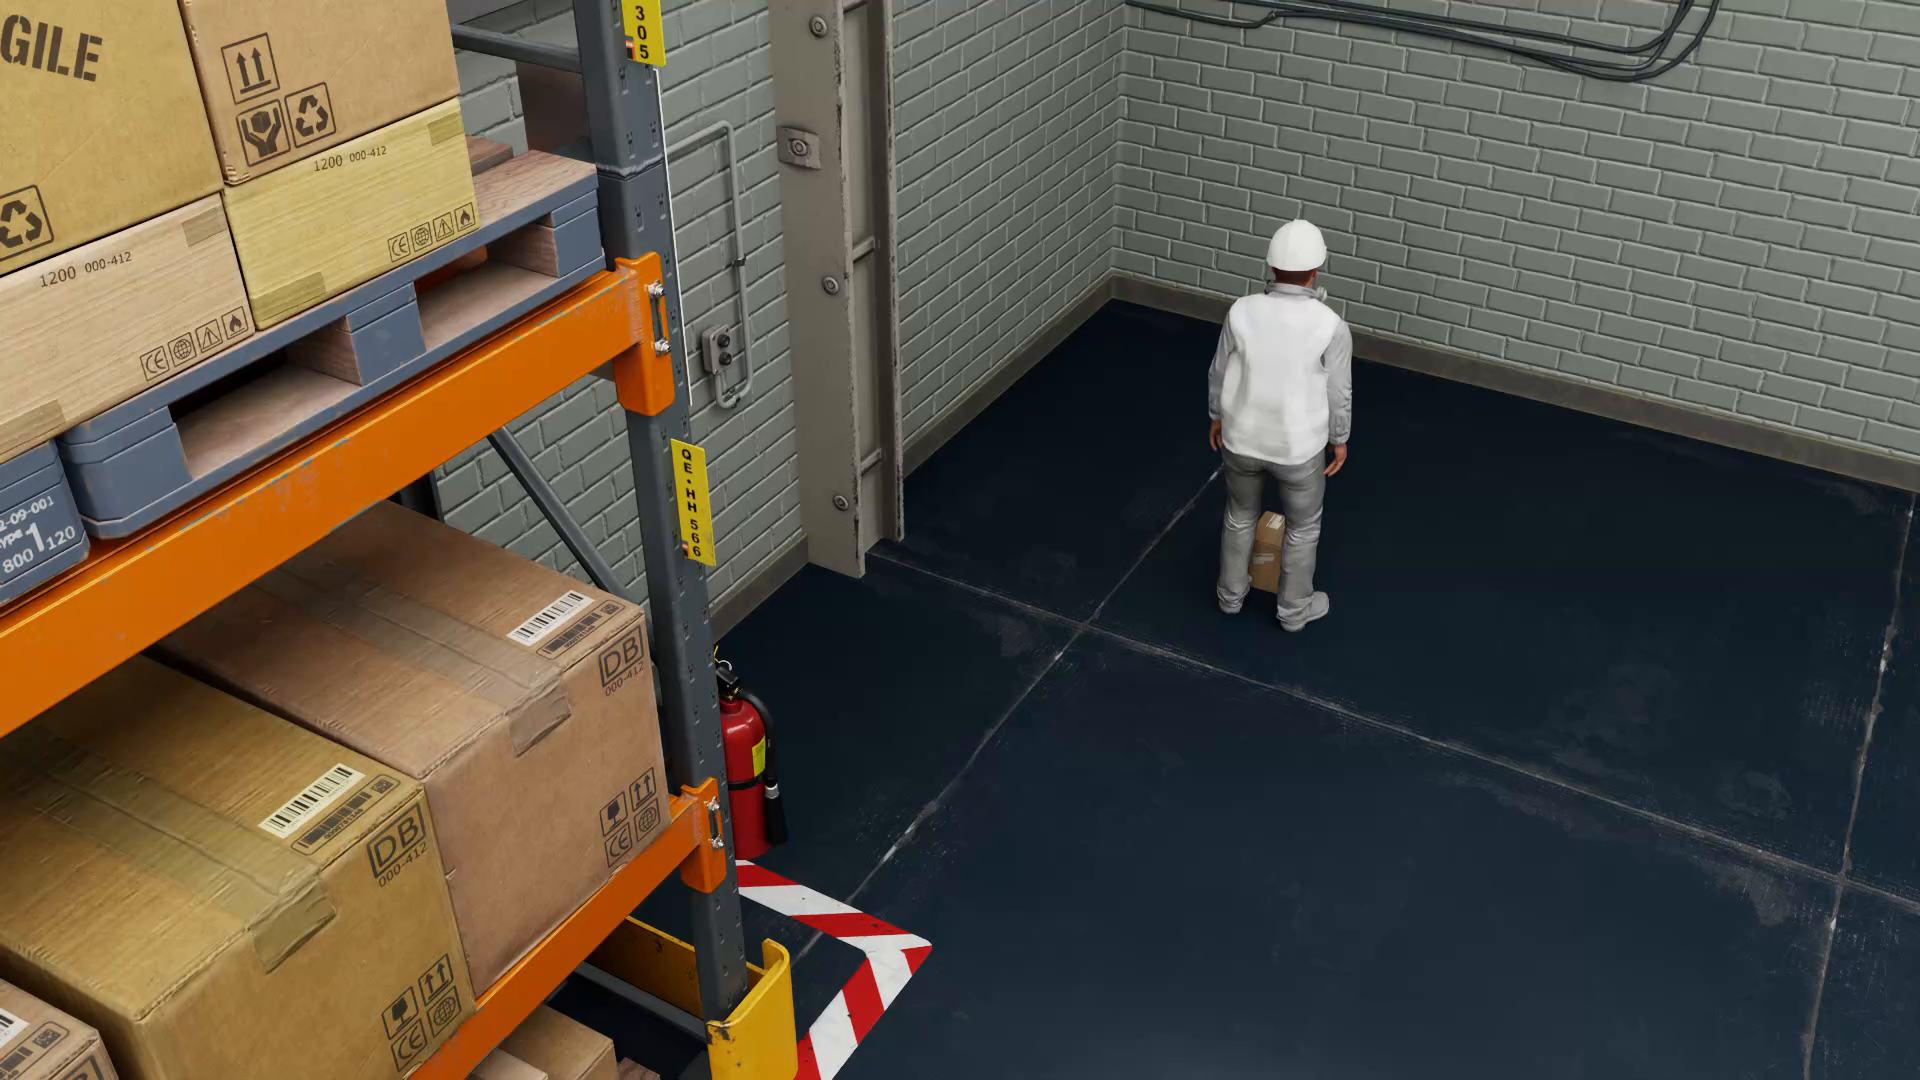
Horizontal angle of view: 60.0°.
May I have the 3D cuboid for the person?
[{"bbox_3d":[1.292,-0.440,6.774,0.593,1.771,0.464,15,37,22],"label":"person"}]
